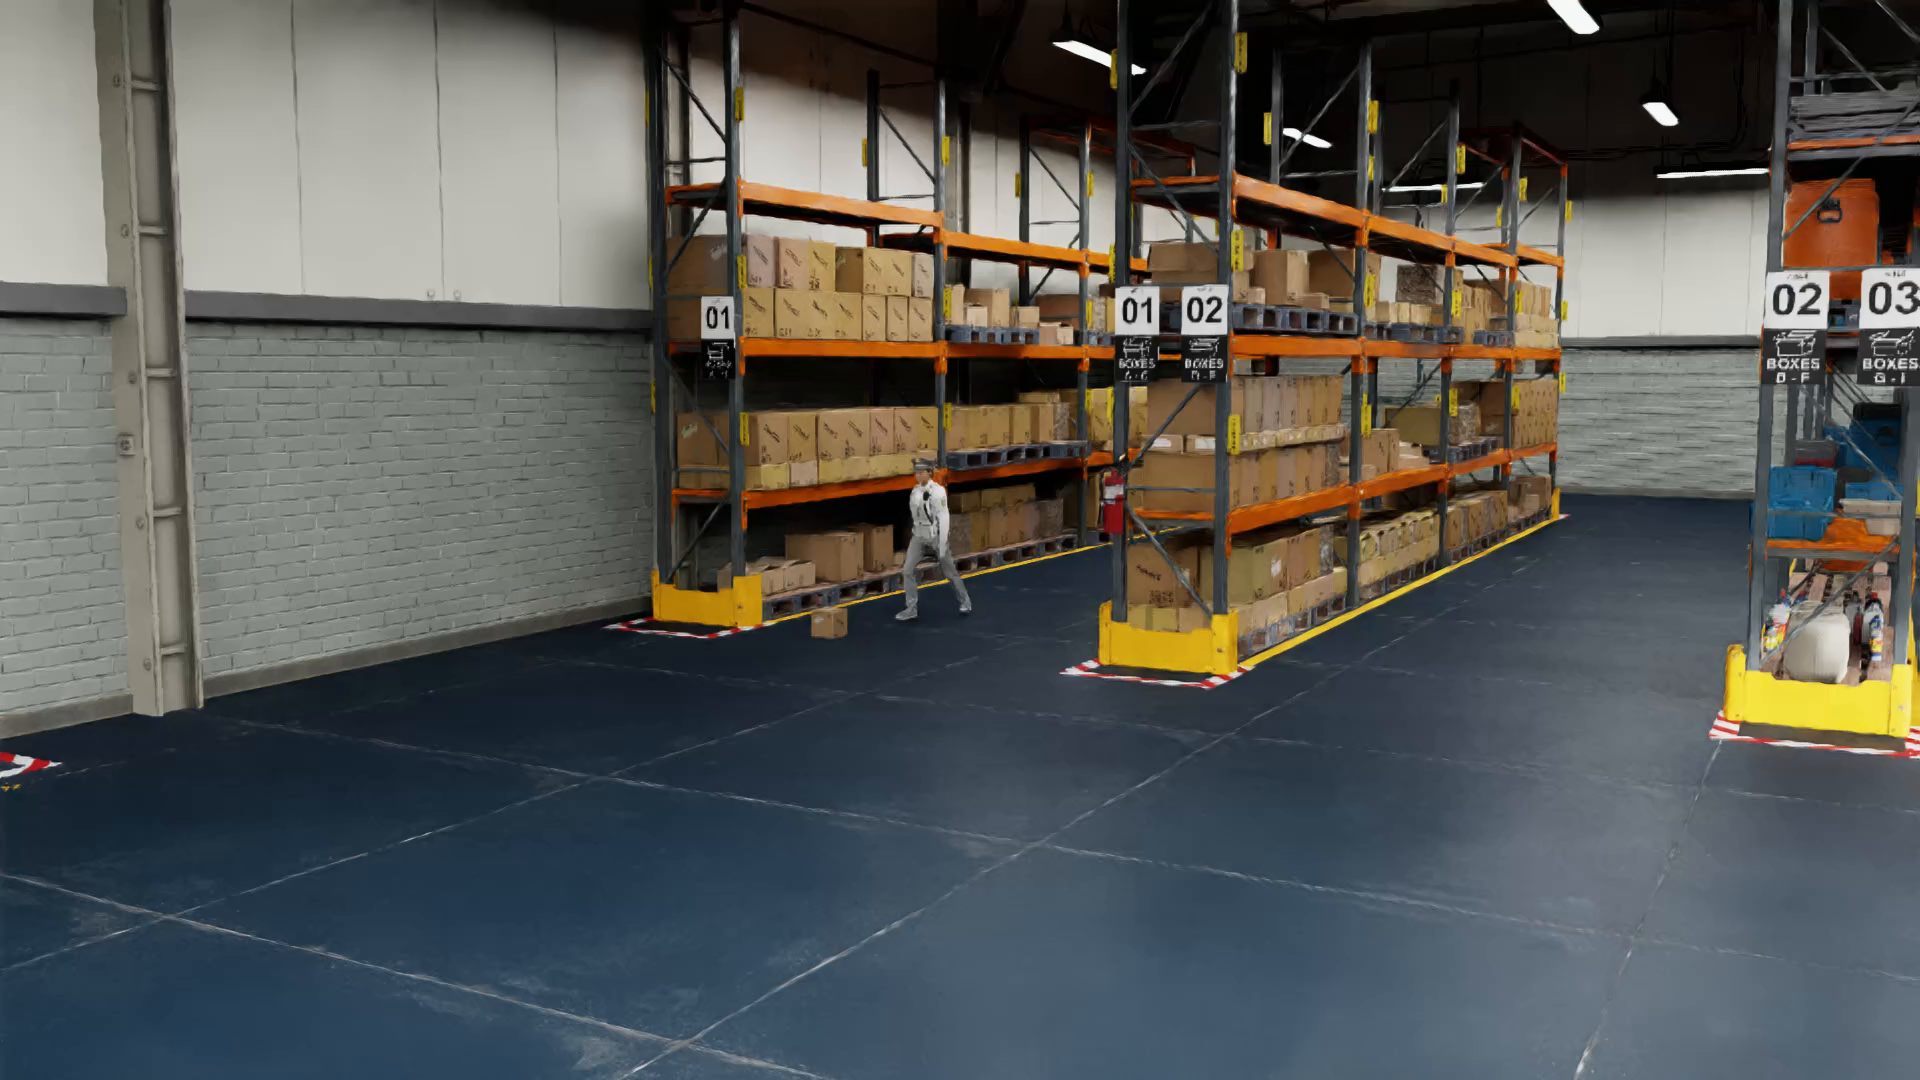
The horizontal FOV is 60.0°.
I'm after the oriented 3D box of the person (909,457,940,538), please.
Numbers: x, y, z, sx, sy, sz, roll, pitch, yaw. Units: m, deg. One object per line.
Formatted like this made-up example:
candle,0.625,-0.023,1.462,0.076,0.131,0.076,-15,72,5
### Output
person,-0.312,-0.427,16.636,0.367,0.814,0.358,5,8,39
